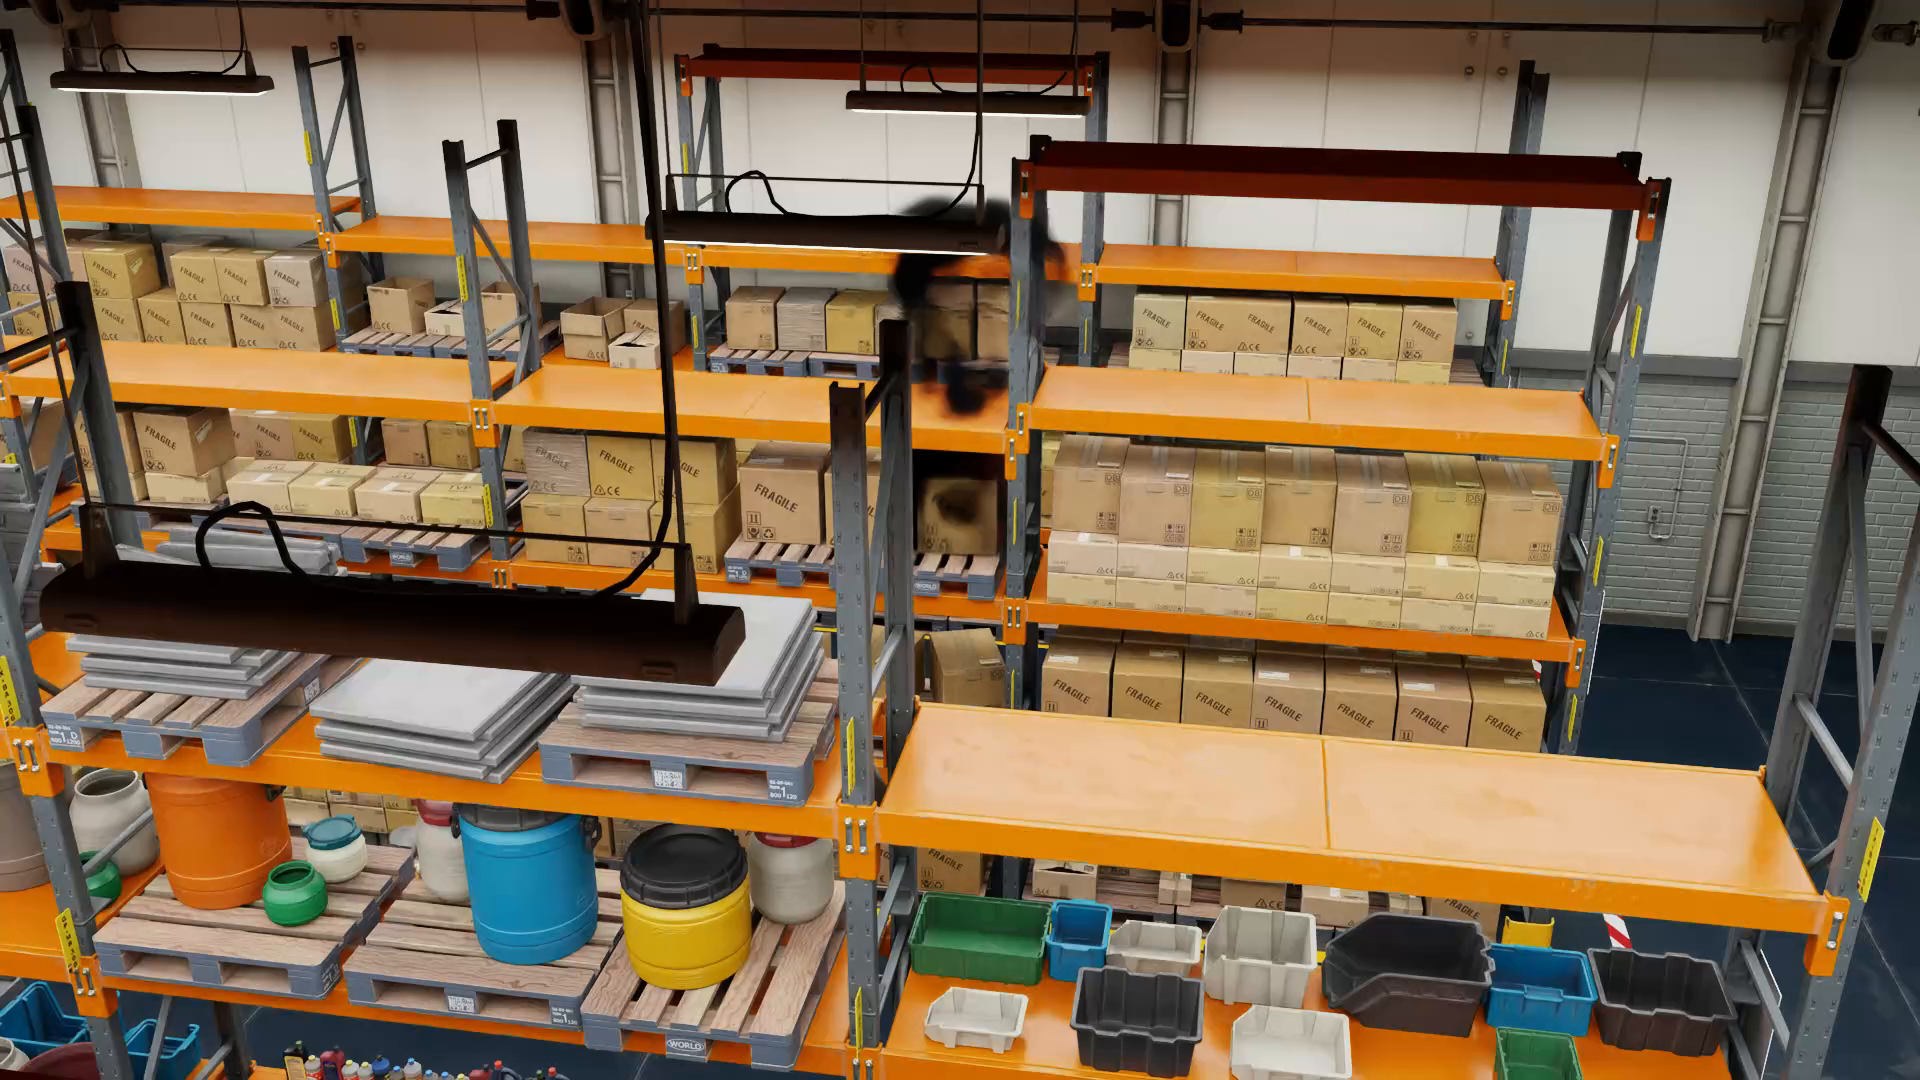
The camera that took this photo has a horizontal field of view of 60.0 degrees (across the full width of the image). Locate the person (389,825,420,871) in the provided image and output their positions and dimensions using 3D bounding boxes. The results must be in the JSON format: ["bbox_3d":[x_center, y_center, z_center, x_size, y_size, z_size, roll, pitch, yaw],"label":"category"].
[{"bbox_3d":[-3.695,2.772,11.954,0.749,1.491,0.639,2,23,5],"label":"person"}]
